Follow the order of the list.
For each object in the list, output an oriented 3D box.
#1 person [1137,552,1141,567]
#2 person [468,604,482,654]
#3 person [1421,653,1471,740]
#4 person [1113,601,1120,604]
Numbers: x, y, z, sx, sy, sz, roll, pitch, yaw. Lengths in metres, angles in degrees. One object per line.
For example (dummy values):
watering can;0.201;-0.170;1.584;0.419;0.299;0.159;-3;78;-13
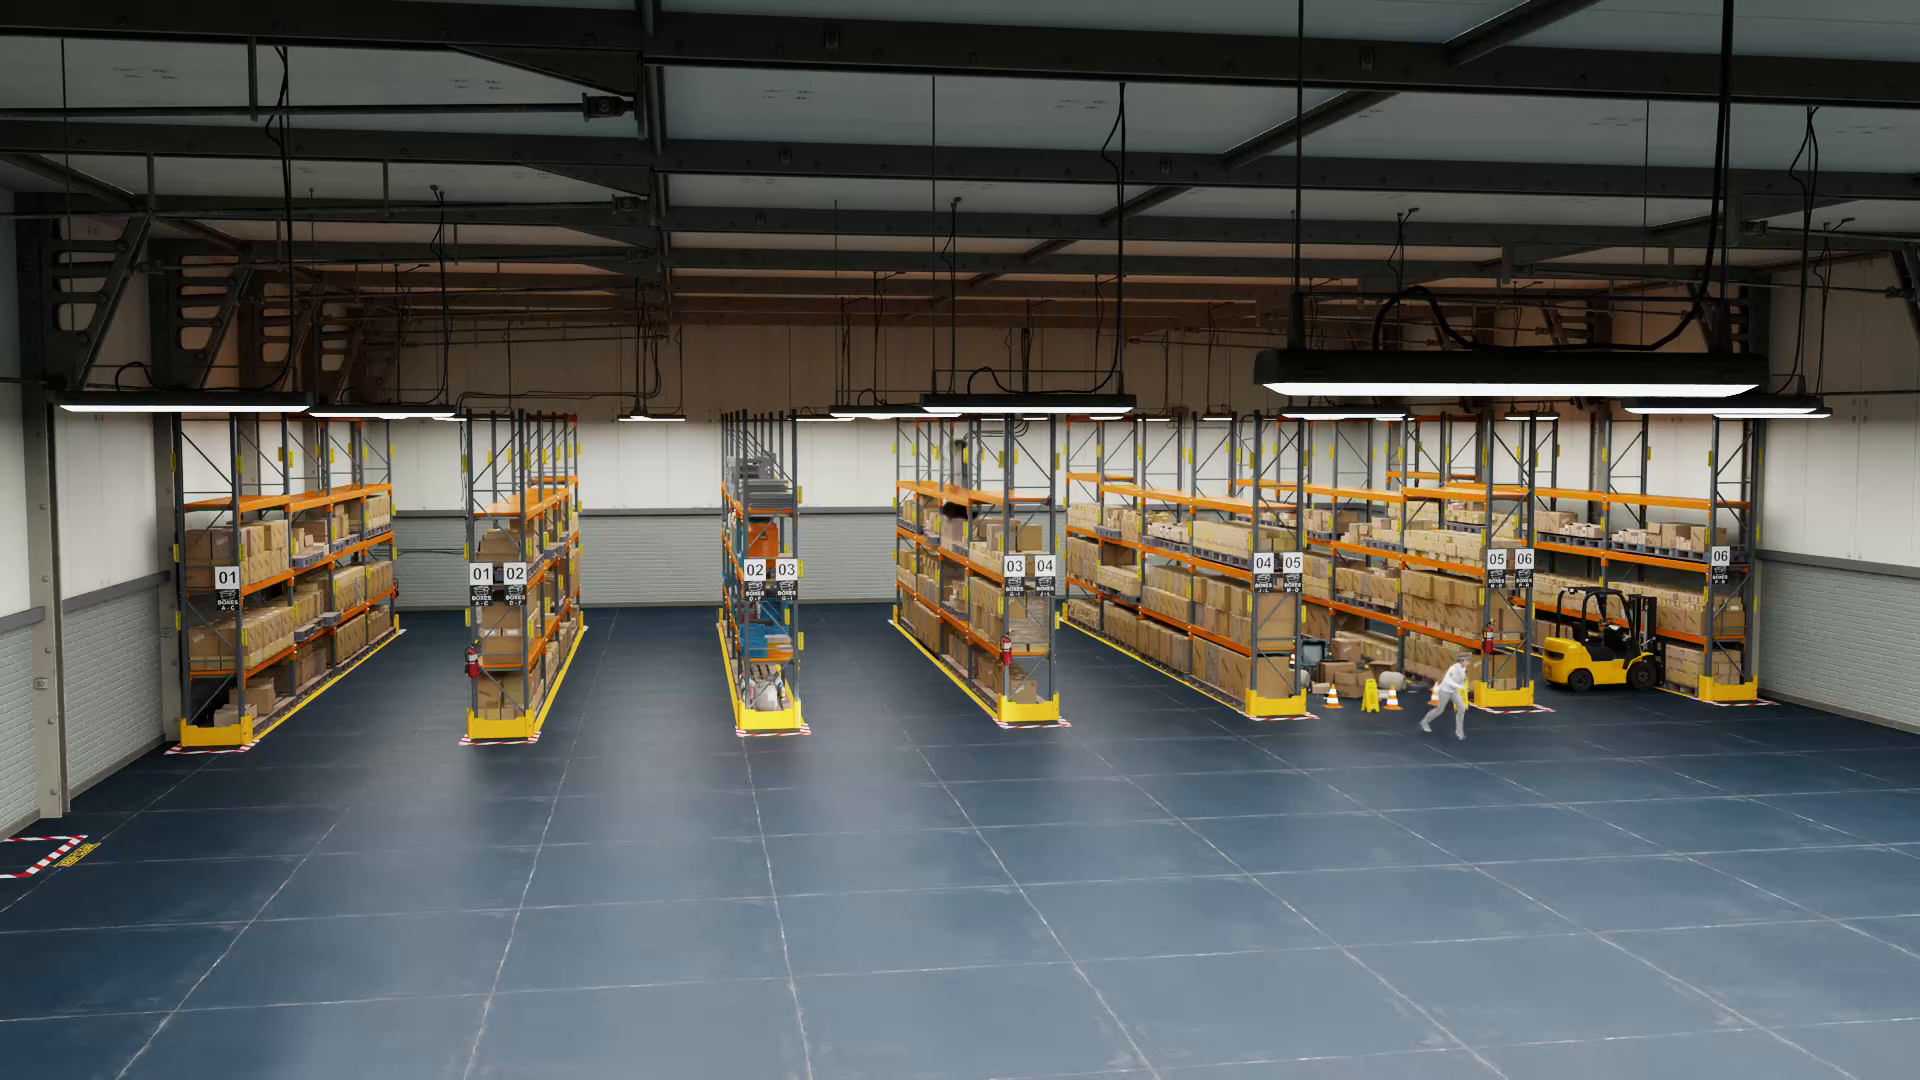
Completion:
person;5.462;1.275;51.177;0.762;1.835;0.625;-3;5;-37
person;-11.547;2.031;40.175;0.682;1.807;0.985;-1;4;-12
person;8.894;2.835;30.434;0.965;1.625;0.658;4;6;44
person;4.770;1.515;49.279;0.602;1.556;0.610;-3;5;-41
